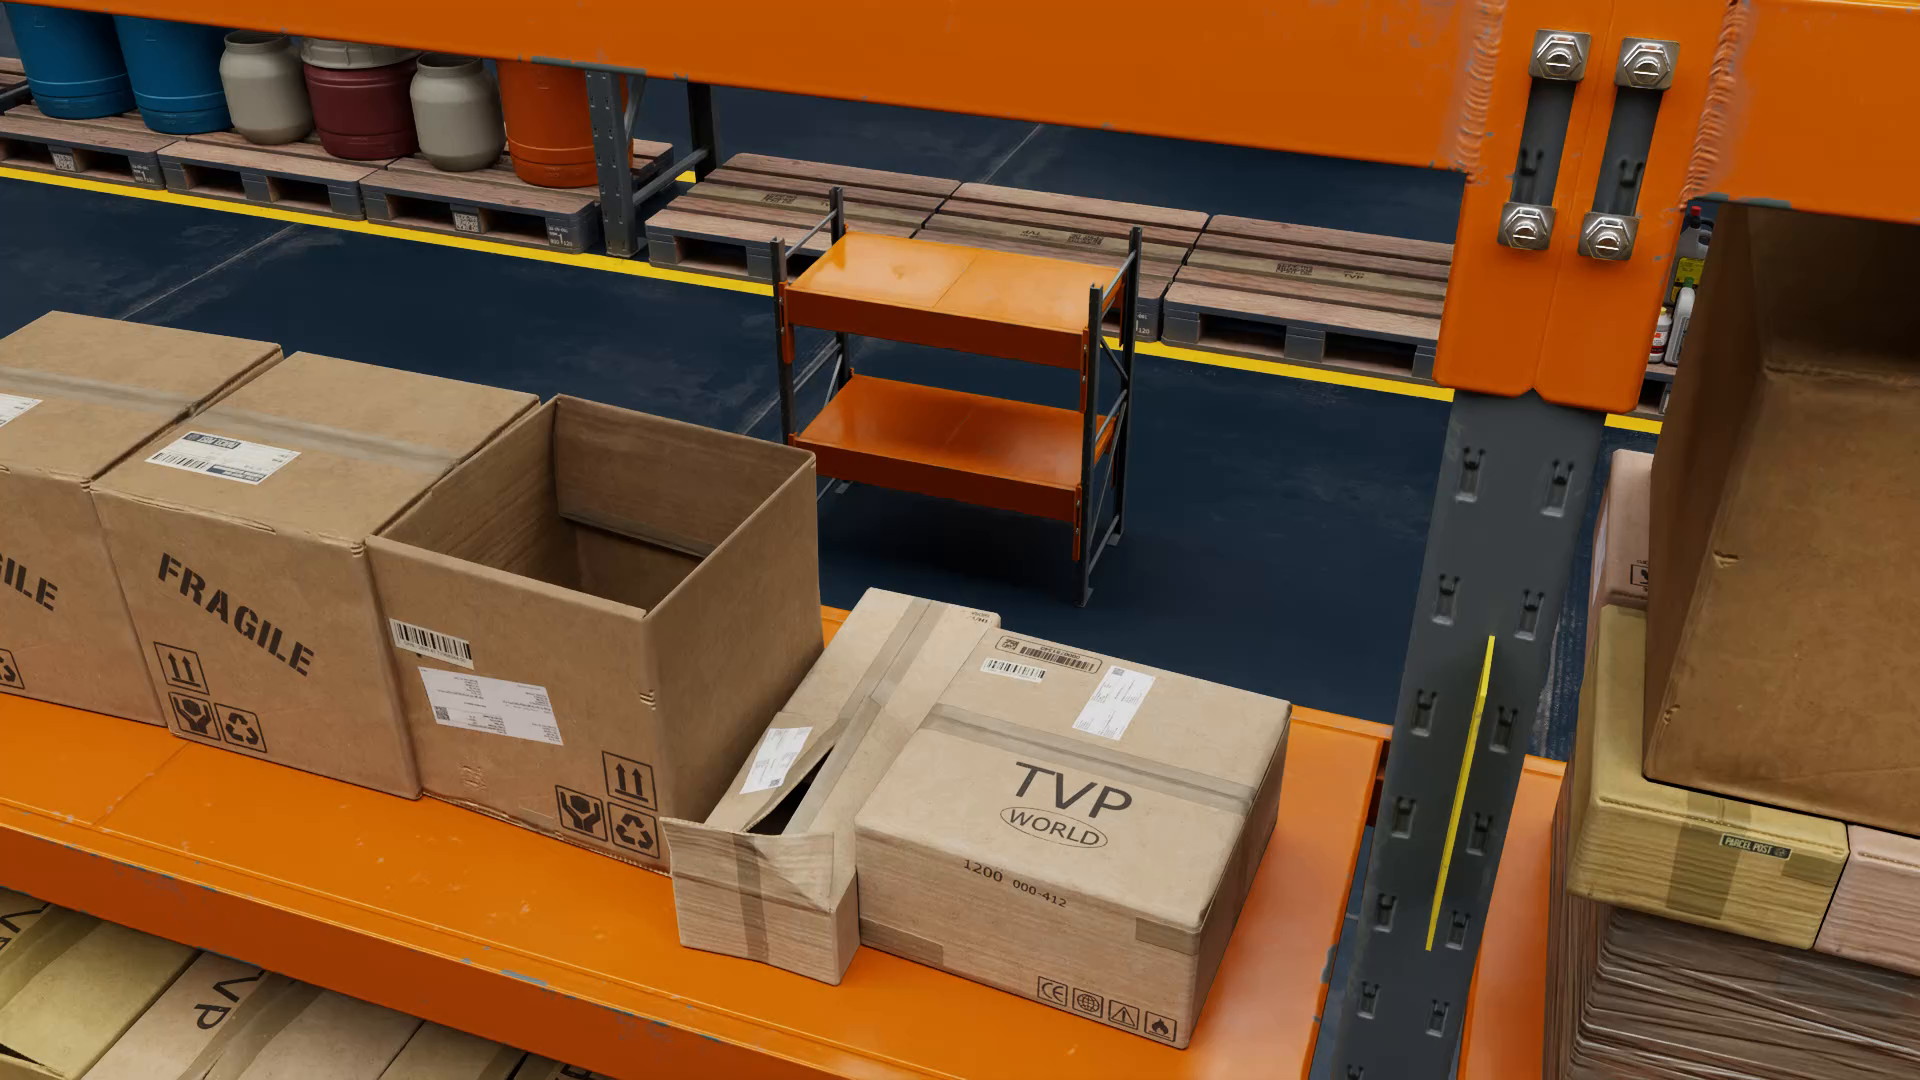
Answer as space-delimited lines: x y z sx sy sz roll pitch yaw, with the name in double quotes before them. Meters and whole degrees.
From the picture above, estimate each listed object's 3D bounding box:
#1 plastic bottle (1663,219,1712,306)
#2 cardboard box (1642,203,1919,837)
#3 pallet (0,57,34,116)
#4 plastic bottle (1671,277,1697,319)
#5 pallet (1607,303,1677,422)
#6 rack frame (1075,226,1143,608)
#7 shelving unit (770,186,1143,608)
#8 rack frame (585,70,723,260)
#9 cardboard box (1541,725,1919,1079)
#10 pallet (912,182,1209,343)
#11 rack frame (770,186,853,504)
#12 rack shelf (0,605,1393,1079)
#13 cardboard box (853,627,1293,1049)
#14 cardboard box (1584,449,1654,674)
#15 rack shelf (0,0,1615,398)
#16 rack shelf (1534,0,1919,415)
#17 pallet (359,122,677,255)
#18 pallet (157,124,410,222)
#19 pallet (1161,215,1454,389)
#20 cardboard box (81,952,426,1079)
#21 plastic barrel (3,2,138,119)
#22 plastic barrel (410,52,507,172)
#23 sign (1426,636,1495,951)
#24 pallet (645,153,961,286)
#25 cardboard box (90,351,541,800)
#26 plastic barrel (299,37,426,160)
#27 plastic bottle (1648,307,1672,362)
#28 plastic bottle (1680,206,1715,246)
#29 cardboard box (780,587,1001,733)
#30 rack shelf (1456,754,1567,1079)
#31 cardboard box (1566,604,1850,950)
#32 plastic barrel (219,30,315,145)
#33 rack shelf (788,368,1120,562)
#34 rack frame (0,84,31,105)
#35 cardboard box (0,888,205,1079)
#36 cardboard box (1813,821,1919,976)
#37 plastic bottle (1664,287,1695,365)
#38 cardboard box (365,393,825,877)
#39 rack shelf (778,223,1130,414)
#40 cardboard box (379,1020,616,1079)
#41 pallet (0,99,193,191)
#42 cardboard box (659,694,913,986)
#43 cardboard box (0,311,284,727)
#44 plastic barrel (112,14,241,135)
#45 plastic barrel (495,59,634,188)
"plastic bottle" 2.985 -1.134 6.777 0.185 0.351 0.144 11 34 16
"cardboard box" 1.076 -0.087 1.830 0.500 0.500 0.700 11 34 17
"pallet" -5.906 -2.513 9.448 1.213 0.211 1.003 11 34 16
"plastic bottle" 2.832 -0.877 6.441 0.133 0.283 0.061 11 34 16
"pallet" 2.949 -0.790 6.780 1.213 0.211 1.003 11 34 16
"rack frame" 0.472 -0.381 5.303 0.032 1.125 0.500 11 34 16
"shelving unit" -0.006 -0.474 5.447 1.048 1.125 0.538 11 34 16
"rack frame" -1.435 -2.838 7.380 0.127 3.000 1.000 11 34 16
"cardboard box" 1.076 0.459 2.182 0.500 0.500 0.700 10 34 15
"pallet" 0.426 -1.281 7.539 1.213 0.211 1.003 11 34 16
"rack frame" -0.485 -0.567 5.591 0.032 1.125 0.500 11 34 16
"rack shelf" -1.227 0.359 3.092 4.000 0.370 1.077 11 34 16
"cardboard box" 0.178 0.418 2.476 0.500 0.250 0.500 13 35 19
"cardboard box" 0.984 0.048 2.219 0.250 0.149 0.380 11 34 16
"rack shelf" -1.227 -0.901 2.279 4.000 0.370 1.077 11 34 16
"rack shelf" 2.539 -0.169 1.145 4.000 0.370 1.077 11 34 16
"pallet" -2.191 -1.790 8.327 1.213 0.211 1.003 11 34 16
"pallet" -3.336 -2.014 8.674 1.213 0.211 1.003 11 34 16
"pallet" 1.578 -1.058 7.195 1.213 0.211 1.003 11 34 16
"cardboard box" -1.255 0.960 3.129 0.500 0.311 0.500 11 34 16
"plastic barrel" -4.694 -2.757 8.801 0.708 0.901 0.600 11 34 16
"plastic barrel" -2.463 -2.108 8.156 0.421 0.512 0.421 0 33 0
"sign" 0.482 0.248 1.606 0.005 0.325 0.100 11 34 16
"pallet" -0.719 -1.505 7.886 1.213 0.211 1.003 11 34 16
"cardboard box" -1.029 0.044 2.825 0.500 0.500 0.500 11 34 17
"plastic barrel" -2.964 -2.289 8.366 0.708 0.588 0.600 11 34 16
"plastic bottle" 2.674 -0.796 6.392 0.097 0.201 0.097 0 33 0
"plastic bottle" 3.034 -1.207 6.891 0.185 0.351 0.144 10 34 15
"cardboard box" -0.109 0.262 2.811 0.250 0.149 0.380 11 34 16
"rack shelf" 2.539 1.091 1.958 4.000 0.370 1.077 11 34 16
"cardboard box" 0.844 0.256 1.898 0.250 0.149 0.380 11 34 16
"plastic barrel" -3.526 -2.314 8.476 0.421 0.512 0.421 0 33 0
"rack shelf" -0.006 -0.268 5.579 1.000 0.278 0.538 11 34 16
"rack frame" -5.200 -3.570 8.514 0.127 3.000 1.000 11 34 16
"cardboard box" -1.739 0.866 3.274 0.500 0.311 0.500 10 34 15
"cardboard box" 1.080 0.302 1.827 0.250 0.149 0.380 12 35 17
"plastic bottle" 2.796 -0.819 6.359 0.135 0.276 0.152 12 35 18
"cardboard box" -0.557 0.135 2.683 0.500 0.500 0.500 14 35 20
"rack shelf" -0.006 -0.720 5.288 1.000 0.278 0.538 11 34 16
"cardboard box" -0.783 1.053 2.984 0.500 0.311 0.500 11 34 16
"pallet" -4.488 -2.236 9.019 1.213 0.211 1.003 11 34 16
"cardboard box" -0.234 0.412 2.471 0.258 0.266 0.396 10 34 15
"cardboard box" -1.524 -0.053 2.974 0.500 0.500 0.500 9 34 14
"plastic barrel" -4.027 -2.627 8.601 0.708 0.901 0.600 11 34 16
"plastic barrel" -1.901 -2.184 7.980 0.708 0.830 0.600 11 34 16
